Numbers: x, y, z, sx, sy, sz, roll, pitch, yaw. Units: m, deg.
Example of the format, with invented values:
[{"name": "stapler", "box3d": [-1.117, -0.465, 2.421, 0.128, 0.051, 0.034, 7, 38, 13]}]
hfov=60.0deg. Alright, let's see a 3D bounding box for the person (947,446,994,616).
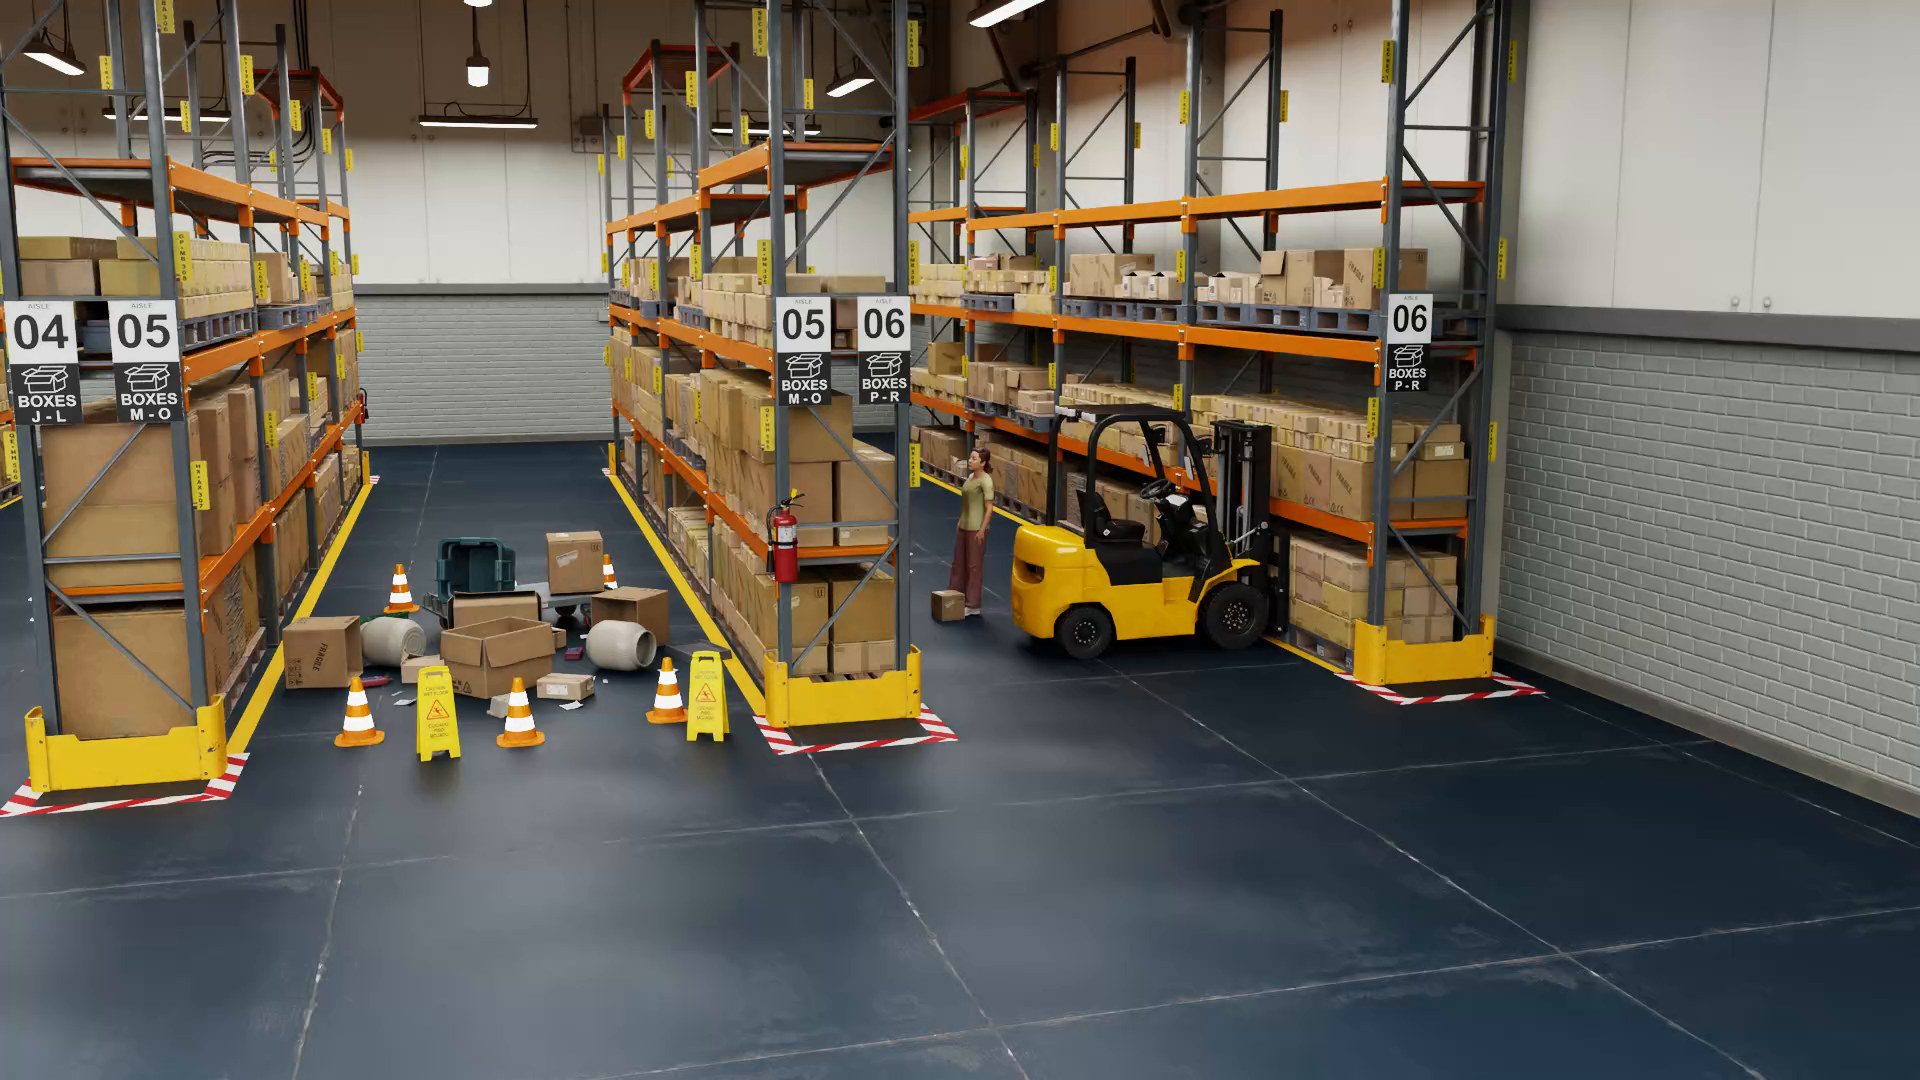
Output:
[{"name": "person", "box3d": [0.065, -0.087, 16.355, 0.549, 1.676, 0.554, -4, 10, -24]}]
